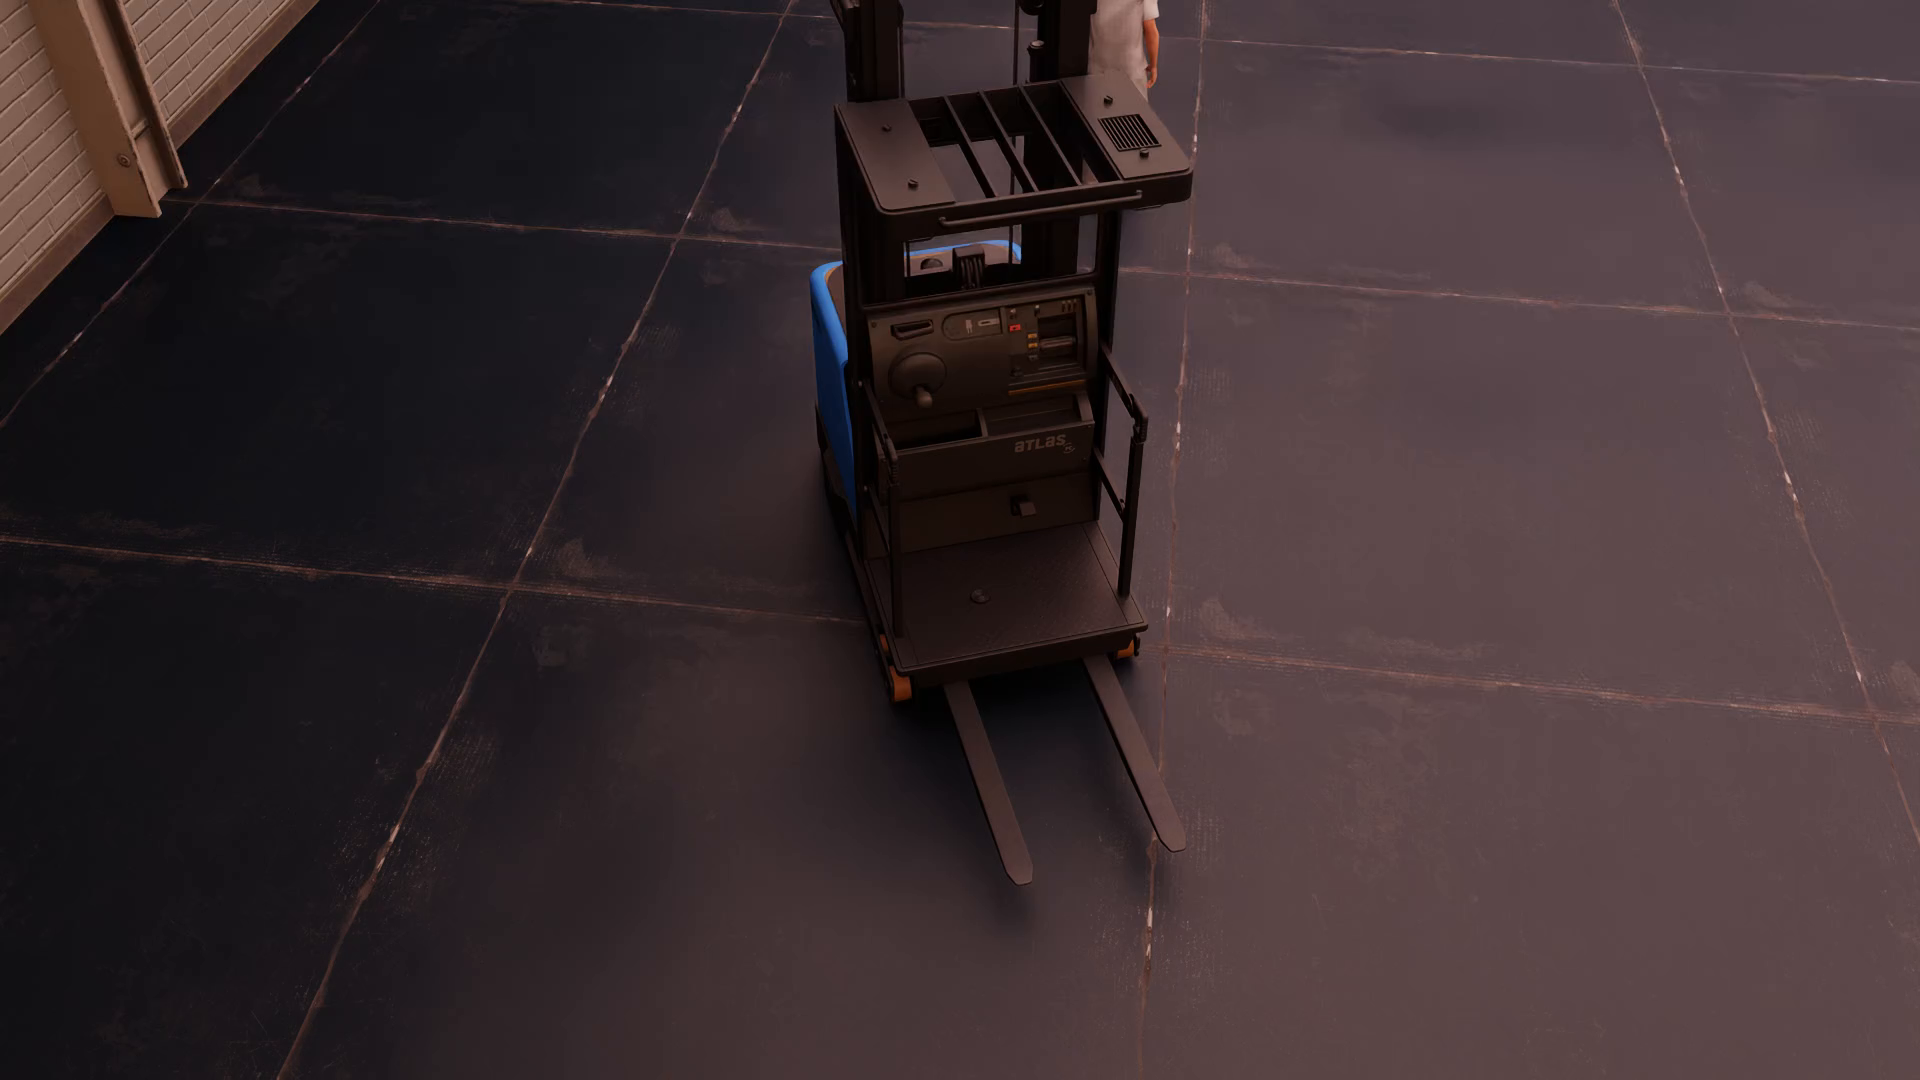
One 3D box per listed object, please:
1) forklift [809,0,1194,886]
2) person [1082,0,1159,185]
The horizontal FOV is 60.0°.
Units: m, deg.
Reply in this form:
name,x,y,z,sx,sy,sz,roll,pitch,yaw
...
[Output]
name,x,y,z,sx,sy,sz,roll,pitch,yaw
forklift,0.153,-0.681,6.465,1.130,2.935,3.031,-10,44,-11
person,0.911,-2.748,9.647,0.503,1.671,0.365,10,44,11
